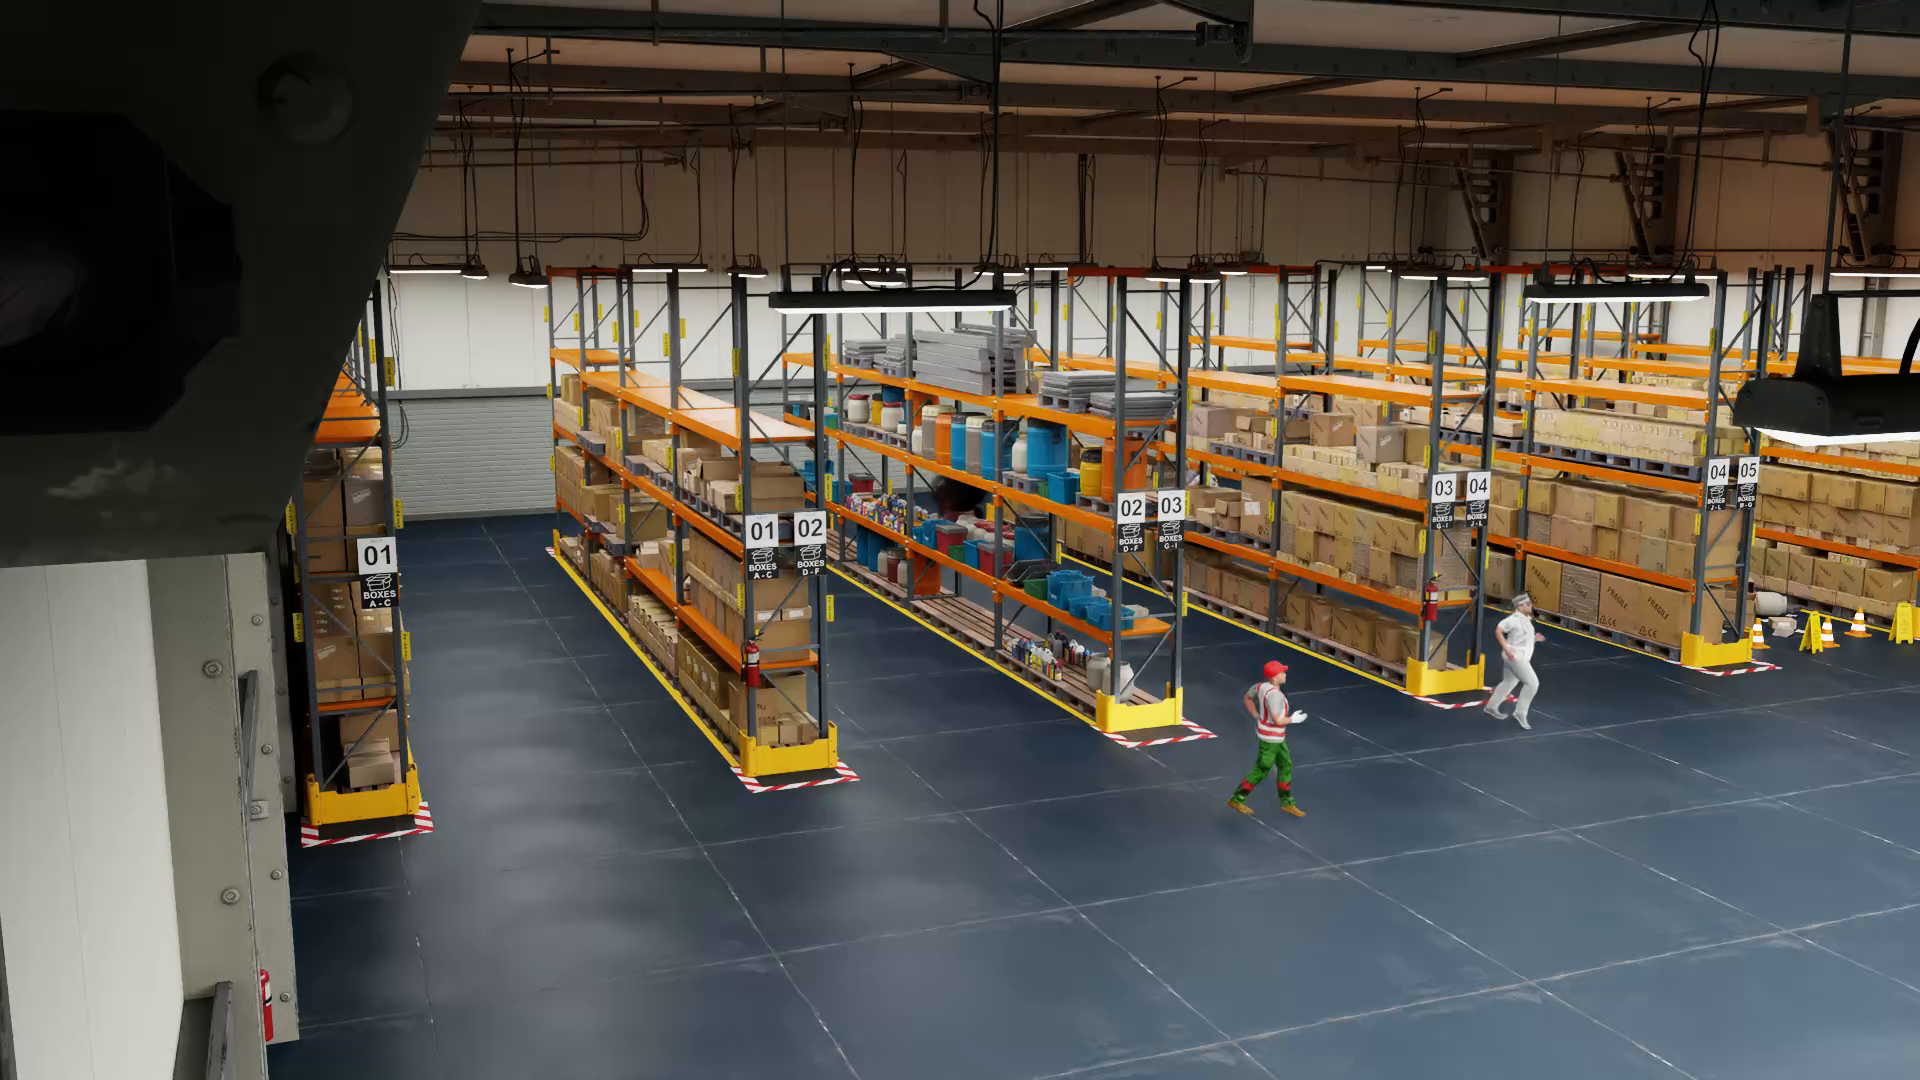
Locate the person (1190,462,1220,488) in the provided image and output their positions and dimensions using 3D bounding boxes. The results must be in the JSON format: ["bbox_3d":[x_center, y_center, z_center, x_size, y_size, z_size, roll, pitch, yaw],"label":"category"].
[{"bbox_3d":[5.437,-0.861,36.723,0.571,1.749,0.733,-5,11,-24],"label":"person"}]

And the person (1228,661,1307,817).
[{"bbox_3d":[3.452,2.240,18.554,0.884,1.827,0.646,1,10,6],"label":"person"}]

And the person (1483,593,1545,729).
[{"bbox_3d":[7.483,1.612,22.417,0.733,1.837,0.644,4,11,22],"label":"person"}]

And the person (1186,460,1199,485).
[{"bbox_3d":[5.098,-0.959,37.551,0.589,1.698,0.755,-3,10,-17],"label":"person"}]
